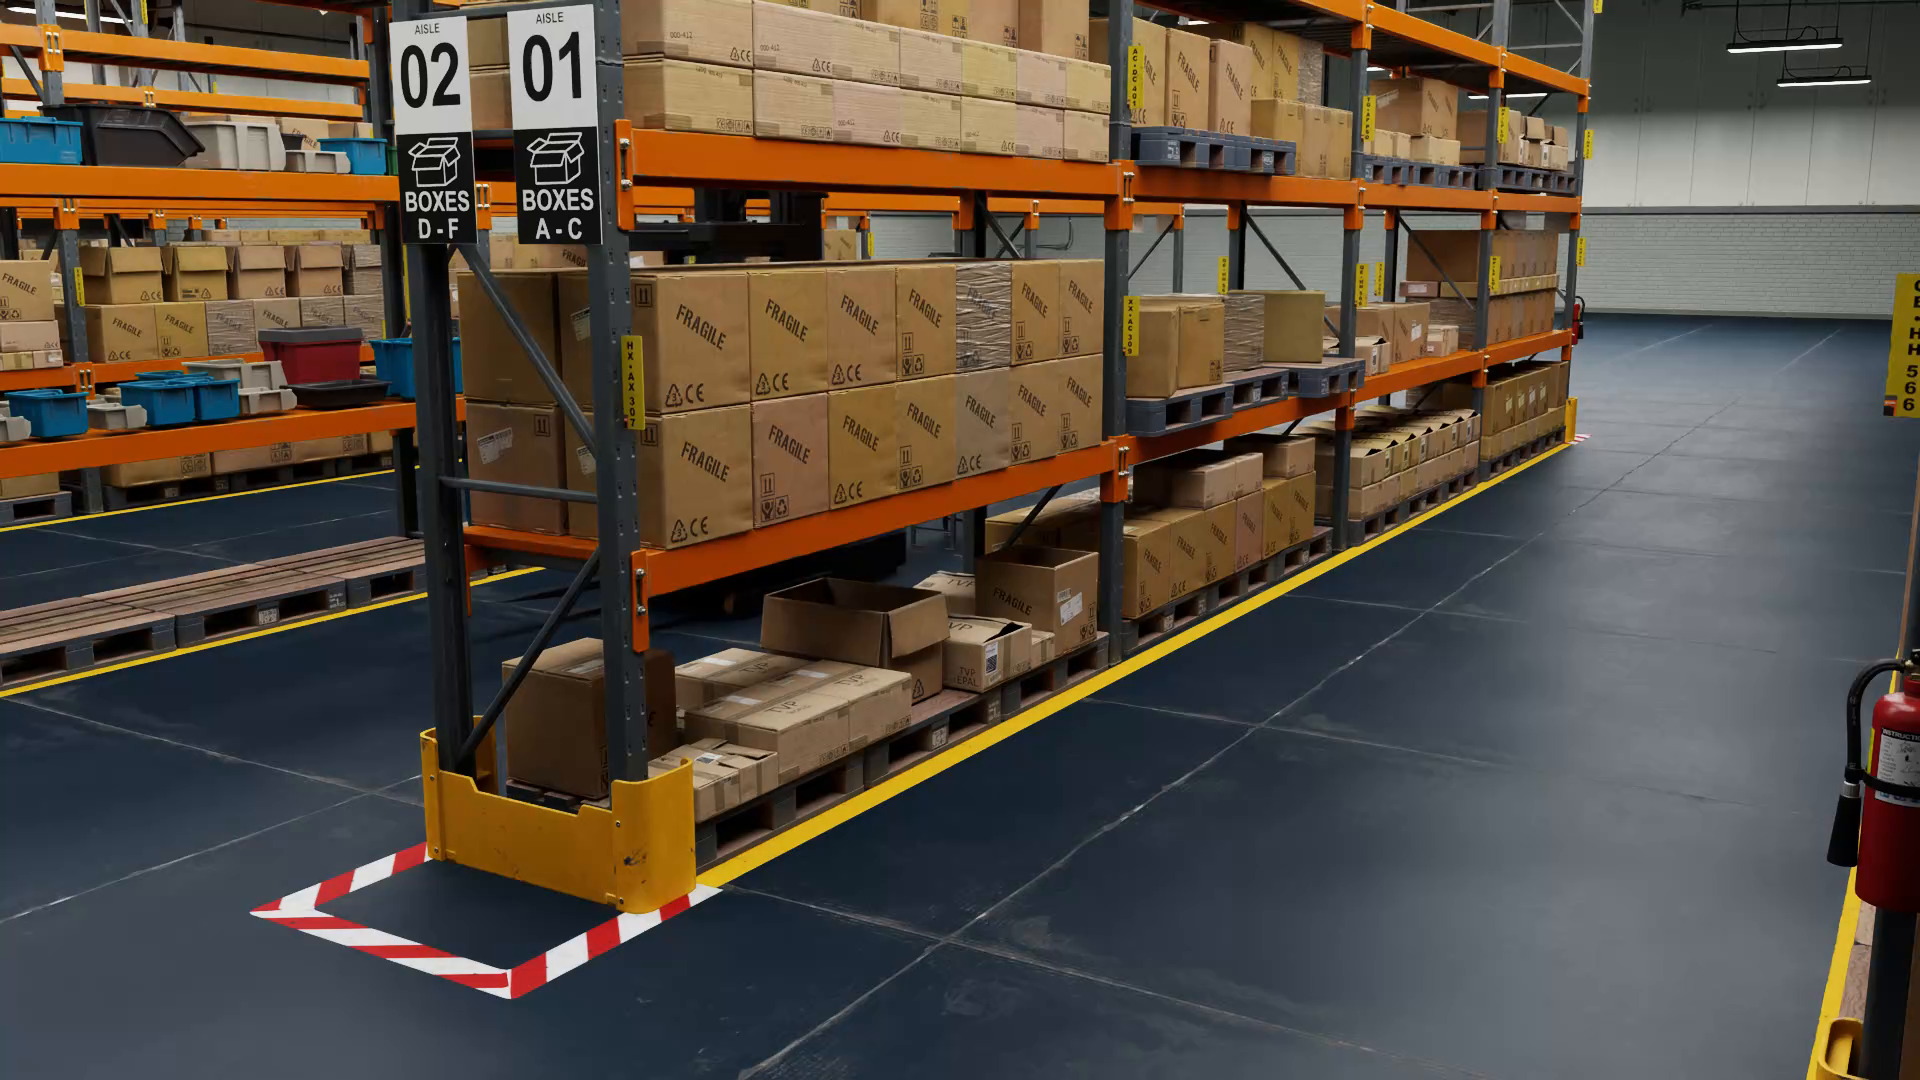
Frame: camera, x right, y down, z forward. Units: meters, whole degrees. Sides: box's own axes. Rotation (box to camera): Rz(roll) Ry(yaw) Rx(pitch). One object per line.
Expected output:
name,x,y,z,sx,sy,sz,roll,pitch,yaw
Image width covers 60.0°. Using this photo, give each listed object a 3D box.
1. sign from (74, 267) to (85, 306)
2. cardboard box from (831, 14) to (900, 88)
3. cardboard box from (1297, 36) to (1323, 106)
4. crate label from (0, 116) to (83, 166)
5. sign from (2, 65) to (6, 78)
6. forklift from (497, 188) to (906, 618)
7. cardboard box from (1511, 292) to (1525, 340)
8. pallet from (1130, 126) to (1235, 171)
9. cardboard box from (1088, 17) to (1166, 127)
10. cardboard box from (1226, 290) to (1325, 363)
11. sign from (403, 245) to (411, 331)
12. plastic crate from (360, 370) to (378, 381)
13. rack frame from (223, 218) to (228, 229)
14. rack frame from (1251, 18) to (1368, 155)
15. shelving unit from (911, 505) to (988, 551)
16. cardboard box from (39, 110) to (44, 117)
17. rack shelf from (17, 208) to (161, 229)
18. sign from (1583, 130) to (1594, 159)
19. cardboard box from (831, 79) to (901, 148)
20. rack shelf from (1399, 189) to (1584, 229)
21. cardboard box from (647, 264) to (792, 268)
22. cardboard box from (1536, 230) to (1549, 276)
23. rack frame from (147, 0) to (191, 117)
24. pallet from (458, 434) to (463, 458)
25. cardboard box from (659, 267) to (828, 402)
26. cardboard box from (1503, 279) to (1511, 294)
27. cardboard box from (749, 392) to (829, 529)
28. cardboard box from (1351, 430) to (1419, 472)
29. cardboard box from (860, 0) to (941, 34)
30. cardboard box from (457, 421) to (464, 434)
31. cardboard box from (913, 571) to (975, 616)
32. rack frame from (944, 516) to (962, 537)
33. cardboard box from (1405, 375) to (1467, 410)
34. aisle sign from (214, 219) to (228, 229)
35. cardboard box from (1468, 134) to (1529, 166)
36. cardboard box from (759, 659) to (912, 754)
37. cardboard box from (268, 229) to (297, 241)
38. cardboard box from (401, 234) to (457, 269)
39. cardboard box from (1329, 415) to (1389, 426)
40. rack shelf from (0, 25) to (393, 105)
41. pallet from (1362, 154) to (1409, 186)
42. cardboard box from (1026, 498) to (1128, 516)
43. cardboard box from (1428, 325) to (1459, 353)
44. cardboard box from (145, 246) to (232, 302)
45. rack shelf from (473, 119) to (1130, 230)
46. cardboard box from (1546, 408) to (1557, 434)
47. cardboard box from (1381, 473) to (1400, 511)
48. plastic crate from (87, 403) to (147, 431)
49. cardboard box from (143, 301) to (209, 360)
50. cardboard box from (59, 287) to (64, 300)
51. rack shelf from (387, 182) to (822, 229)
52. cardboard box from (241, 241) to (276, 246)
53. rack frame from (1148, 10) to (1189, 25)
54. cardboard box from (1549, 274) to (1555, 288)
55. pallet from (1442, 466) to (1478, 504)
sign,-7.518,-2.162,14.198,0.100,0.325,0.005,6,12,31
cardboard box,-0.597,-2.034,6.979,0.500,0.250,0.500,6,12,31
cardboard box,2.316,-3.379,12.128,0.500,0.500,0.500,6,12,31
crate label,-5.082,-2.164,9.027,0.408,0.251,0.502,6,12,31
sign,-16.084,-7.826,27.963,0.100,0.325,0.005,6,12,31
forklift,-1.671,-1.039,10.951,1.130,2.935,3.031,8,13,36
cardboard box,5.647,-2.424,17.893,0.700,0.500,0.500,7,13,32
pallet,0.870,-2.281,9.762,1.213,0.211,1.003,6,12,31
cardboard box,0.796,-2.655,9.561,0.600,0.600,0.600,5,12,25
cardboard box,2.317,-1.578,12.234,0.700,0.500,0.500,2,11,12
sign,-2.069,-0.955,6.313,0.100,0.325,0.005,6,12,31
plastic crate,-4.124,-1.118,11.740,0.396,0.136,0.243,6,12,31
rack frame,-14.477,-5.058,32.235,1.000,3.000,0.127,6,12,31
rack frame,2.548,-4.381,12.317,1.000,3.000,0.127,6,12,31
shelving unit,-0.086,-1.006,13.036,0.431,2.100,0.503,6,12,31
cardboard box,-7.701,-3.573,14.735,0.700,0.500,0.500,7,13,32
rack shelf,-11.142,-3.675,18.653,1.077,0.370,4.000,6,12,31
sign,7.158,-4.507,18.951,0.100,0.325,0.005,6,12,31
cardboard box,-0.593,-1.788,7.022,0.500,0.250,0.500,6,12,31
rack shelf,5.663,-3.497,17.699,1.077,0.370,4.000,6,12,31
cardboard box,-1.083,-0.973,7.424,0.500,0.500,0.500,7,13,32
cardboard box,6.152,-3.214,18.586,0.700,0.500,0.500,6,12,29
rack frame,-12.310,-6.904,25.793,1.000,3.000,0.127,6,12,31
pallet,-5.510,-1.132,18.840,1.003,0.211,1.213,6,12,31
cardboard box,-0.885,-0.842,6.728,0.500,0.500,0.500,7,12,31
cardboard box,5.459,-2.614,17.146,0.380,0.149,0.250,6,12,29
cardboard box,-0.886,-0.350,6.813,0.500,0.500,0.500,6,12,30
cardboard box,3.603,-0.781,14.195,0.500,0.311,0.500,6,12,29
cardboard box,-0.513,-2.501,7.435,0.700,0.500,0.500,6,12,31
cardboard box,-5.586,-1.474,18.690,0.700,0.500,0.500,6,12,28
cardboard box,0.068,0.347,9.473,0.500,0.311,0.500,6,12,31
rack frame,0.041,-1.044,13.241,0.400,2.100,0.015,6,12,31
cardboard box,4.948,-1.456,17.290,0.500,0.500,0.500,6,12,31
aisle sign,-14.192,-6.318,31.901,0.394,0.787,0.004,6,12,31
cardboard box,5.392,-3.906,16.652,0.500,0.311,0.500,6,12,28
cardboard box,-0.562,0.745,7.513,0.500,0.250,0.500,6,12,31
cardboard box,-11.328,-4.845,27.301,0.700,0.500,0.500,6,12,29
cardboard box,-7.806,-4.158,24.083,0.875,0.550,0.550,6,12,31
cardboard box,3.665,-0.991,15.319,0.500,0.311,0.500,6,12,29
rack shelf,-6.955,-4.464,15.798,1.077,0.370,4.000,6,12,31
pallet,2.824,-2.929,13.226,1.213,0.211,1.003,7,13,33
cardboard box,0.746,0.027,10.670,0.500,0.500,0.500,6,12,31
cardboard box,4.406,-1.906,15.807,0.500,0.250,0.500,7,13,34
cardboard box,-7.303,-2.501,15.577,0.797,0.503,0.637,7,12,31
rack shelf,-0.567,-1.610,7.619,1.077,0.370,4.000,6,12,31
cardboard box,6.426,-1.353,18.776,0.500,0.250,0.500,6,12,31
cardboard box,3.331,-0.421,13.796,0.500,0.250,0.500,6,12,29
plastic crate,-4.838,-0.705,9.534,0.250,0.136,0.298,6,12,31
cardboard box,-7.281,-1.927,15.239,0.500,0.500,0.500,6,12,31
cardboard box,-10.372,-2.854,19.196,0.380,0.149,0.250,6,12,31
rack shelf,-2.722,-2.713,13.510,1.077,0.370,4.000,6,12,31
cardboard box,-9.336,-3.640,21.672,0.700,0.500,0.500,6,12,30
rack frame,2.470,-6.113,21.568,1.000,3.000,0.127,6,12,31
cardboard box,6.531,-2.939,18.882,0.380,0.149,0.250,7,13,32
pallet,4.276,-0.571,15.847,1.003,0.211,1.213,6,12,31
